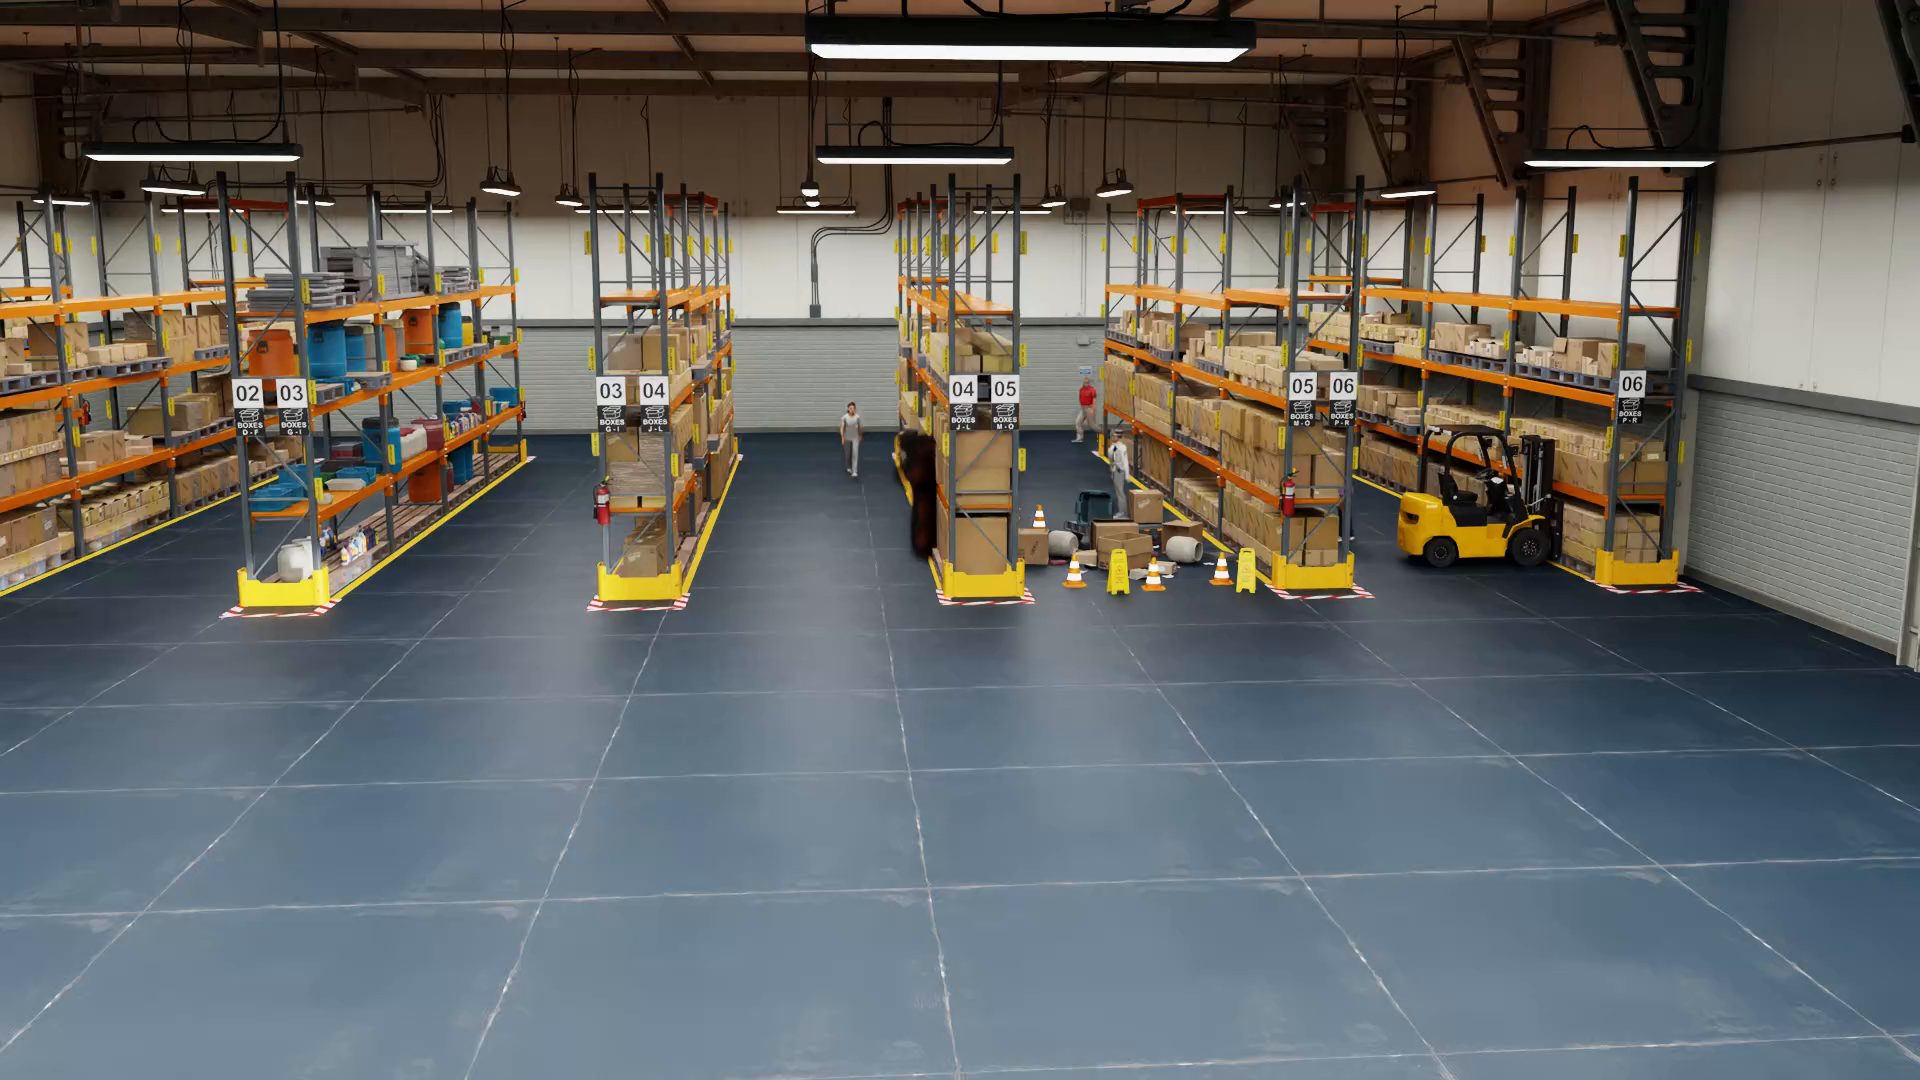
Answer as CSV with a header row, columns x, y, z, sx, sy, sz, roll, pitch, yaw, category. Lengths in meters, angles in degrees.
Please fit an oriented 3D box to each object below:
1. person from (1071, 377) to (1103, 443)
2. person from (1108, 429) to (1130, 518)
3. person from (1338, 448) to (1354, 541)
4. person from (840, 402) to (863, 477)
x,y,z,sx,sy,sz,roll,pitch,yaw,category
3.299,-3.347,42.719,0.907,1.675,0.574,-4,11,-23,person
2.933,-1.233,30.875,0.389,1.674,0.518,-1,10,-3,person
6.599,-0.722,28.559,0.378,1.486,0.443,5,11,25,person
-2.387,-2.216,36.556,0.473,1.630,1.014,0,10,0,person
